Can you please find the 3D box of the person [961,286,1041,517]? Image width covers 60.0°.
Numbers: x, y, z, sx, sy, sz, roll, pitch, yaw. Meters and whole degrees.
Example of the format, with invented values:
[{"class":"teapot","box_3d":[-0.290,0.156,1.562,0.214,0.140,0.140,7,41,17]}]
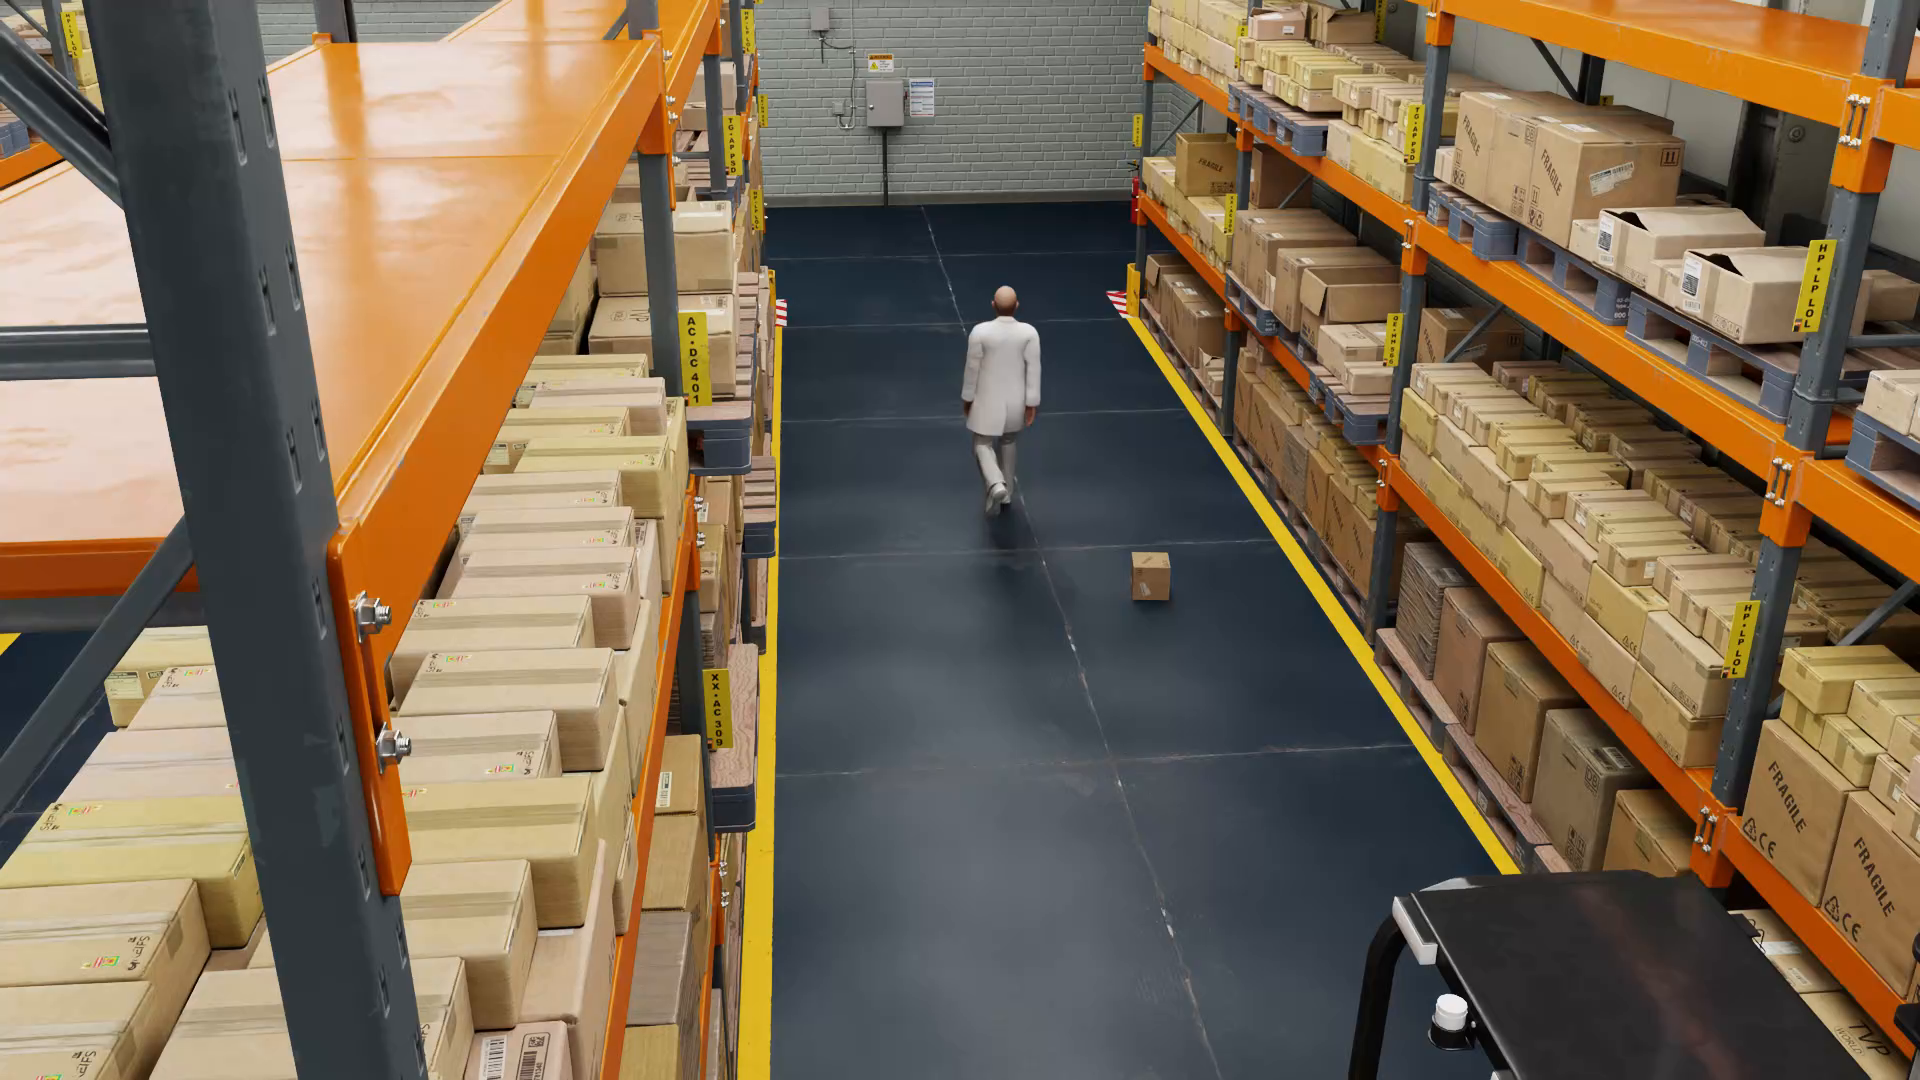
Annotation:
[{"class":"person","box_3d":[0.313,-1.006,12.503,0.575,1.651,0.893,-4,24,-10]}]
